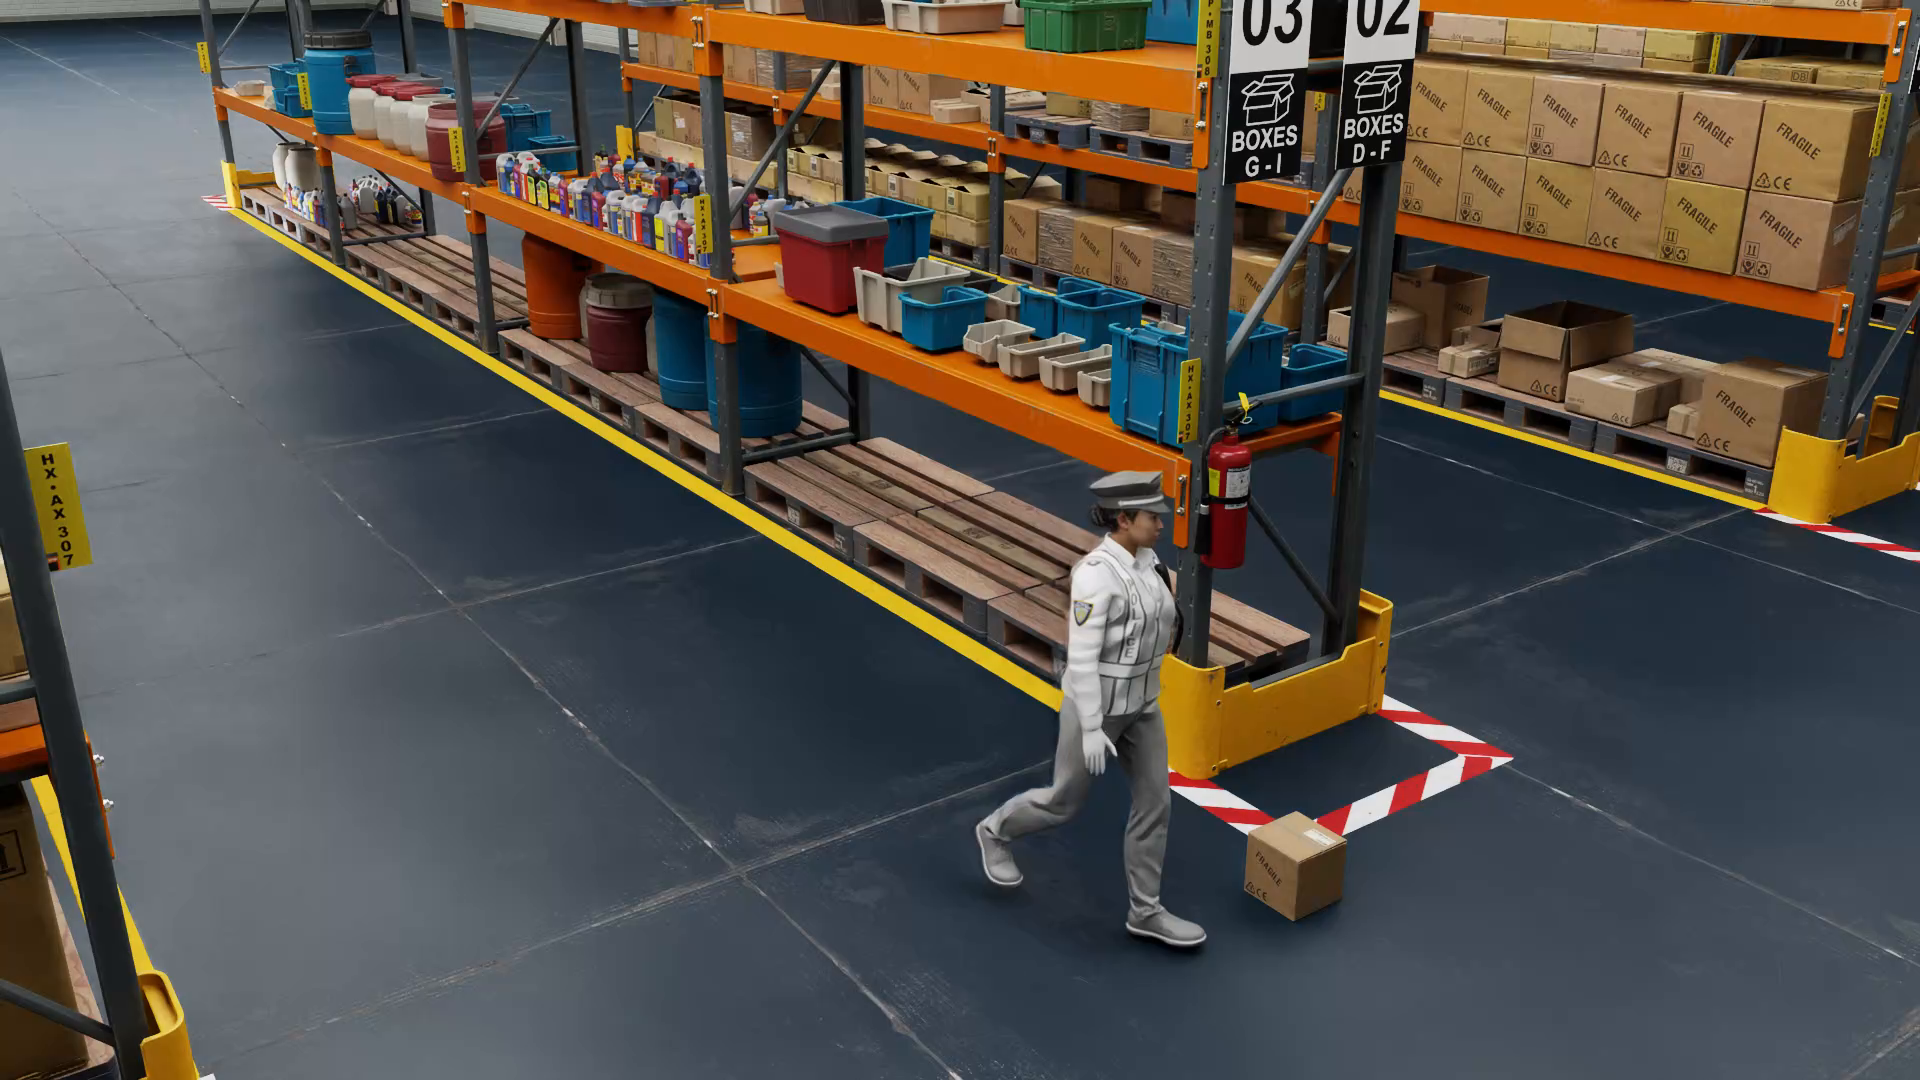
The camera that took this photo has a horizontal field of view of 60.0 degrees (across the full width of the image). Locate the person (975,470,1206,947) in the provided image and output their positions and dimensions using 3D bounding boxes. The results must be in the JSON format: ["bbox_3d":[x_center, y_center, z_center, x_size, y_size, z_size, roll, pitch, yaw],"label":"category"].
[{"bbox_3d":[0.475,0.547,5.678,0.907,1.639,0.545,16,27,35],"label":"person"}]
